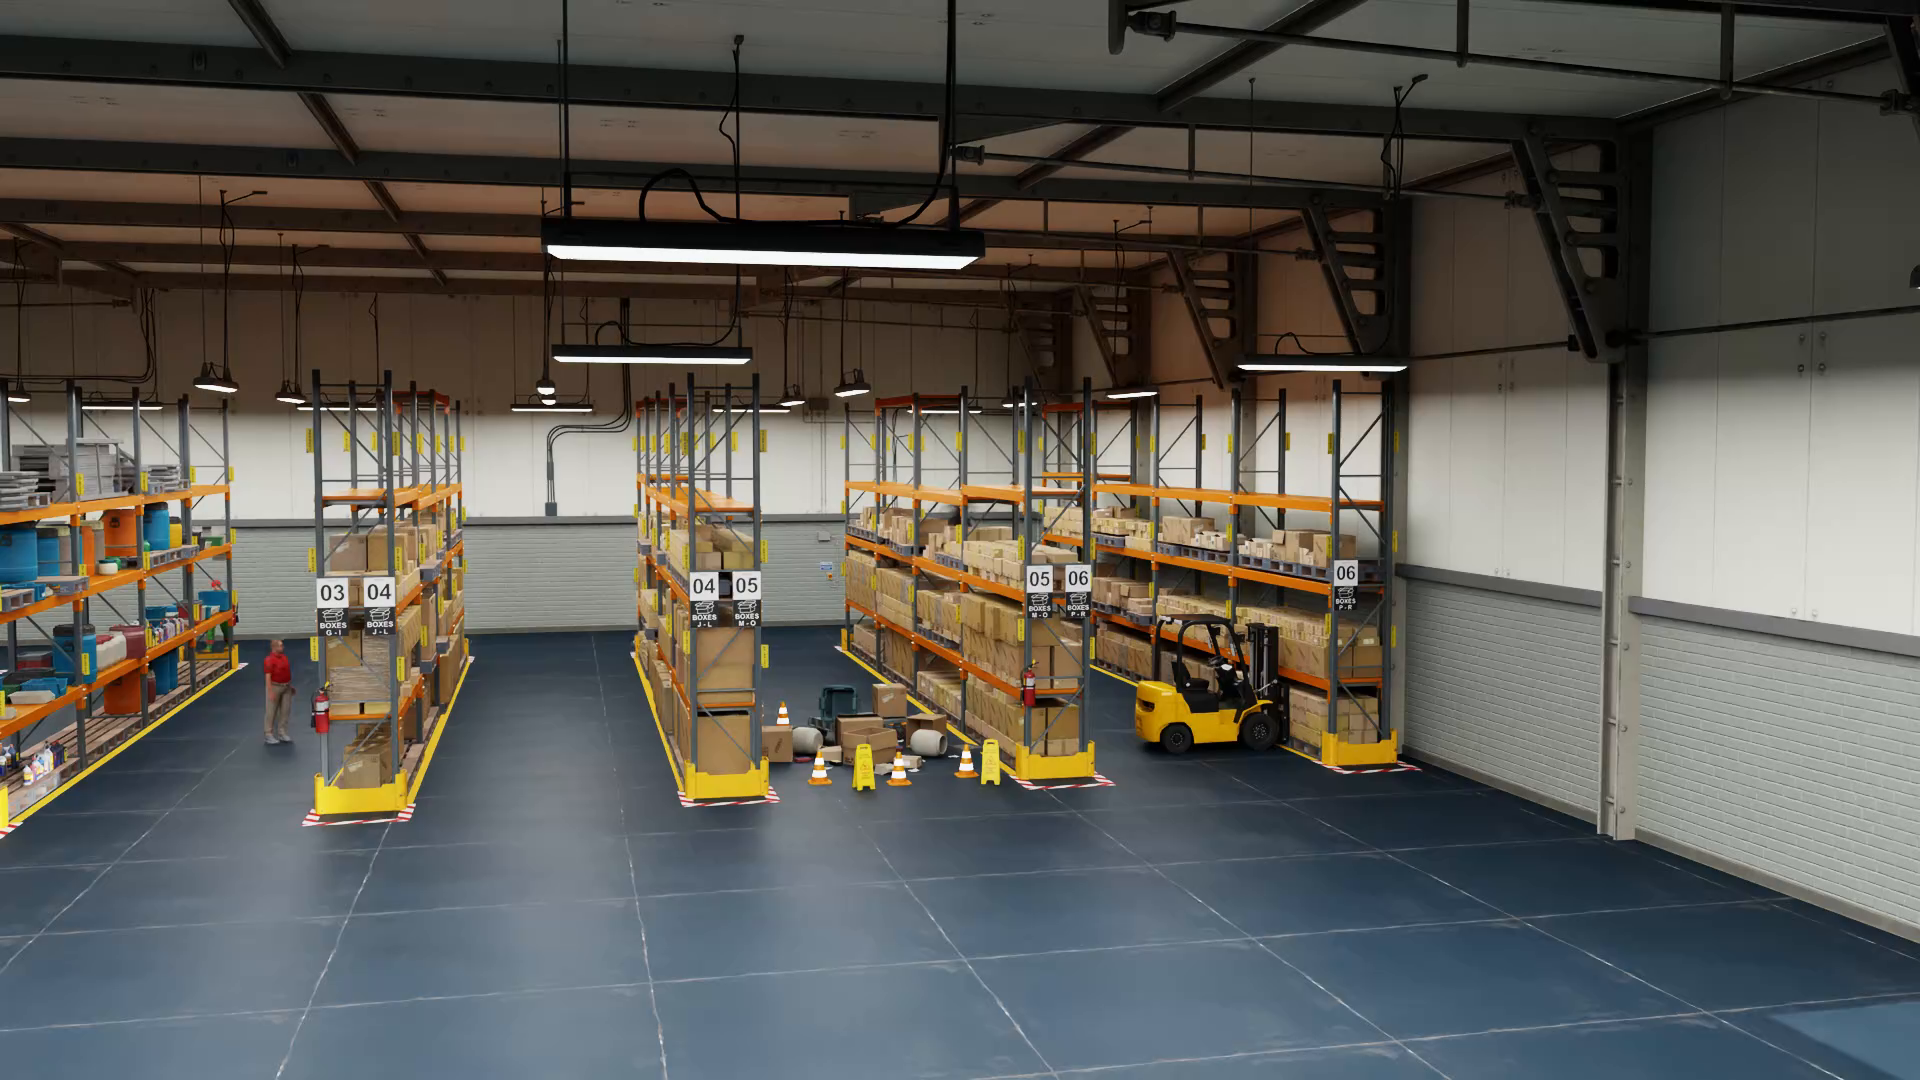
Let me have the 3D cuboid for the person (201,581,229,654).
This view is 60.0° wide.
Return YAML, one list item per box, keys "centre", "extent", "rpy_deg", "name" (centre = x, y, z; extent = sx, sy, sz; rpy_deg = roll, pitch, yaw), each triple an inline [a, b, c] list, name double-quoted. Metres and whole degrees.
- centre: [-17.702, 1.836, 39.616]
  extent: [0.657, 1.735, 1.097]
  rpy_deg: [0, 3, -5]
  name: "person"

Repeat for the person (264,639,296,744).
- centre: [-11.434, 2.526, 27.910]
  extent: [0.386, 1.740, 0.589]
  rpy_deg: [2, 4, 26]
  name: "person"
